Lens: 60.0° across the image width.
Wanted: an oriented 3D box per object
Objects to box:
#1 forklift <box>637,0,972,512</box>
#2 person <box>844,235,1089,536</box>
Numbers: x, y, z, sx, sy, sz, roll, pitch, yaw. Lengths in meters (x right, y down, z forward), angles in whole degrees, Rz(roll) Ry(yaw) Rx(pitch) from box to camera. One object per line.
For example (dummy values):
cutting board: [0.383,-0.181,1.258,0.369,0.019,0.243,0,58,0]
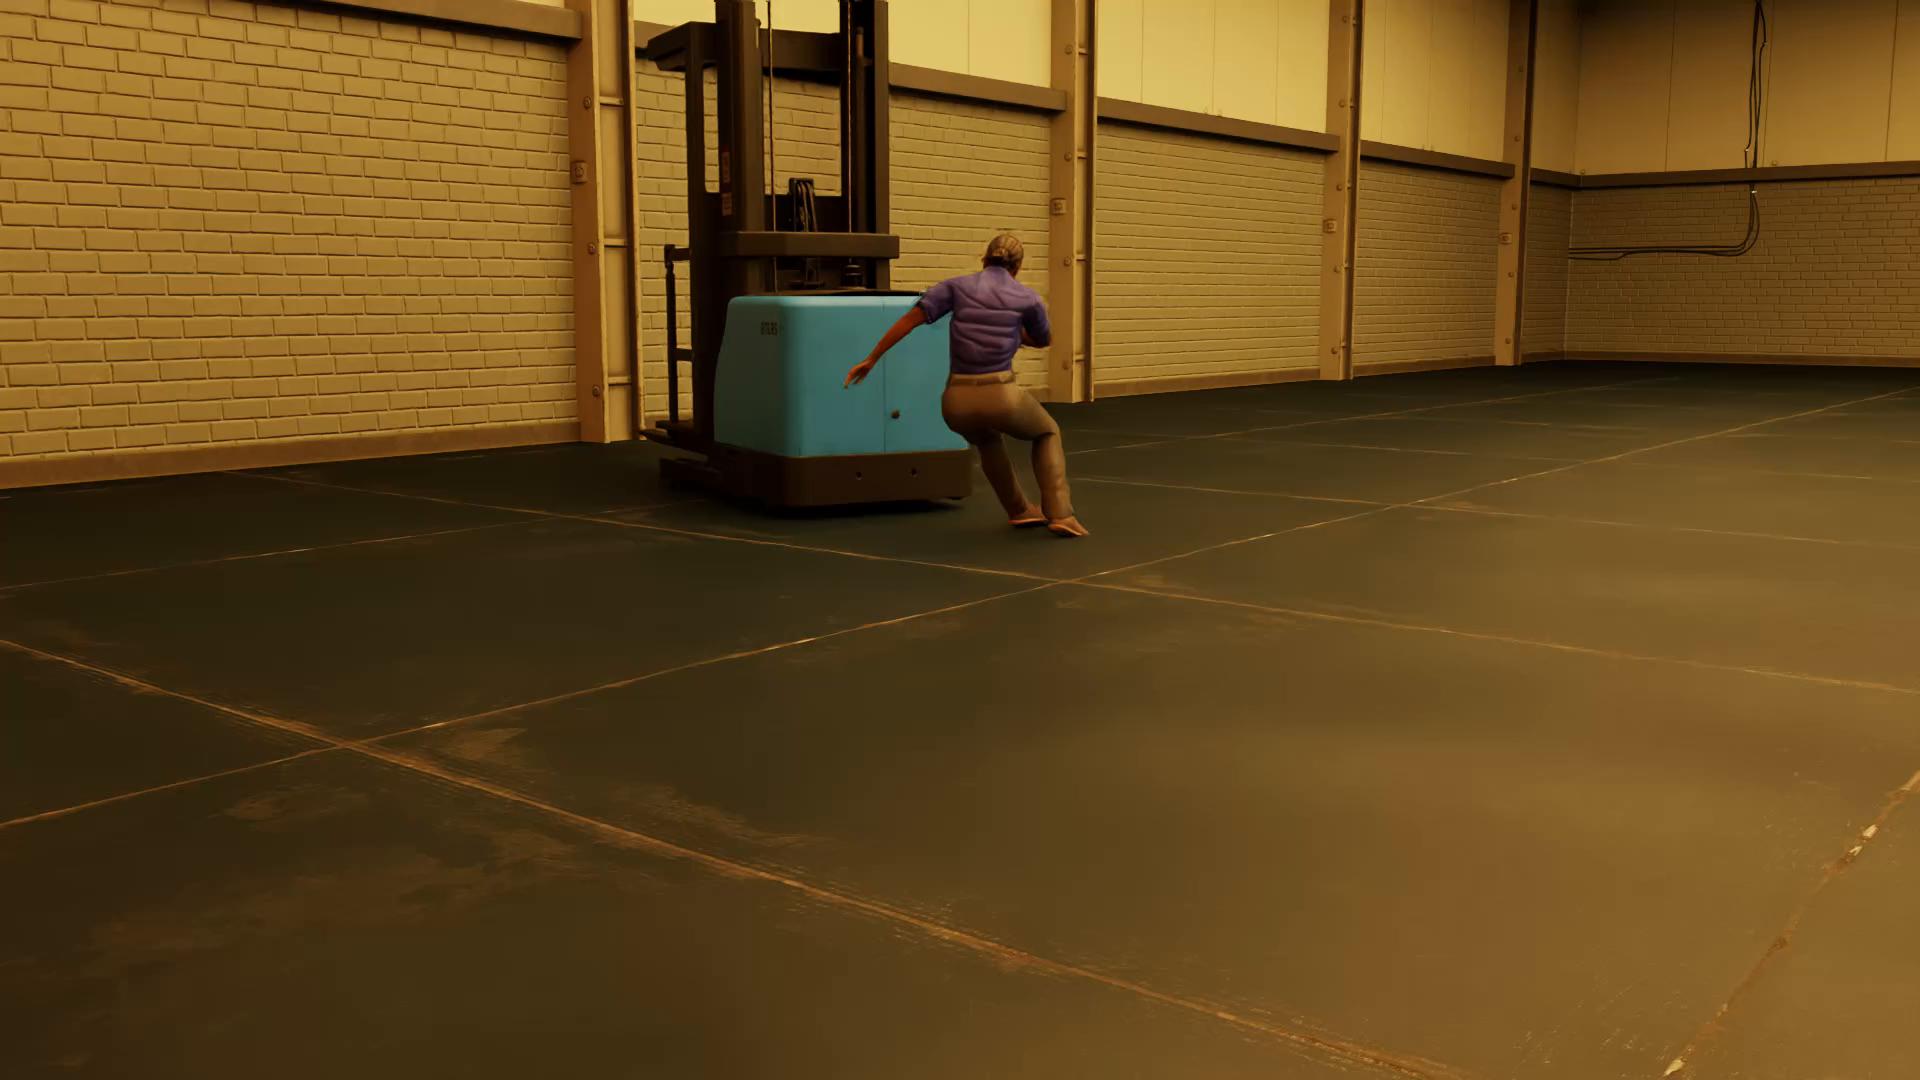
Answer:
forklift: [-1.071,-1.763,9.330,1.130,2.935,3.031,-4,9,-28]
person: [0.082,-0.666,7.513,1.000,1.396,0.900,2,9,14]
